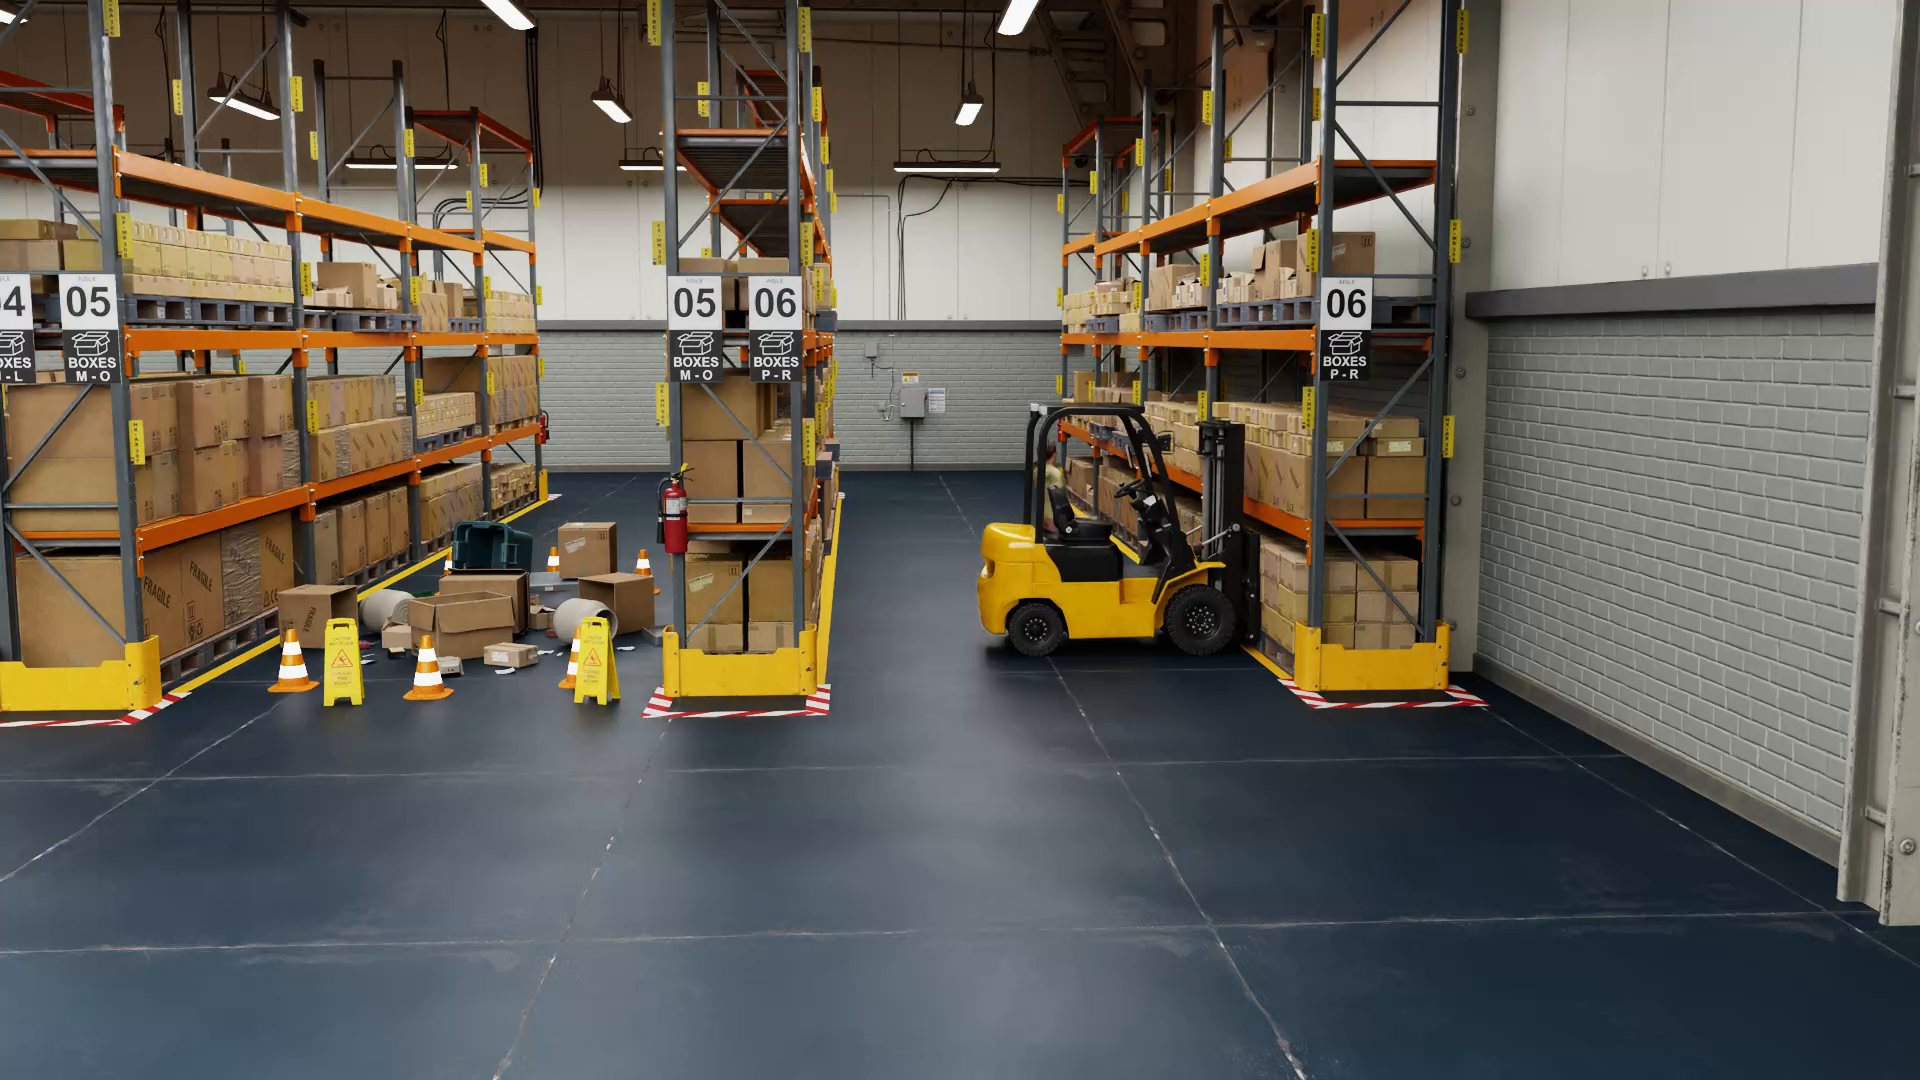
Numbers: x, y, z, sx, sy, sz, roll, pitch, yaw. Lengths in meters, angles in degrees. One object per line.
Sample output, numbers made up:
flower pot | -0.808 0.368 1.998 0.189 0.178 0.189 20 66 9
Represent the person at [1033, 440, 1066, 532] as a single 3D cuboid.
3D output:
person | 0.970 -0.198 17.294 0.410 1.680 0.534 -4 8 -29
